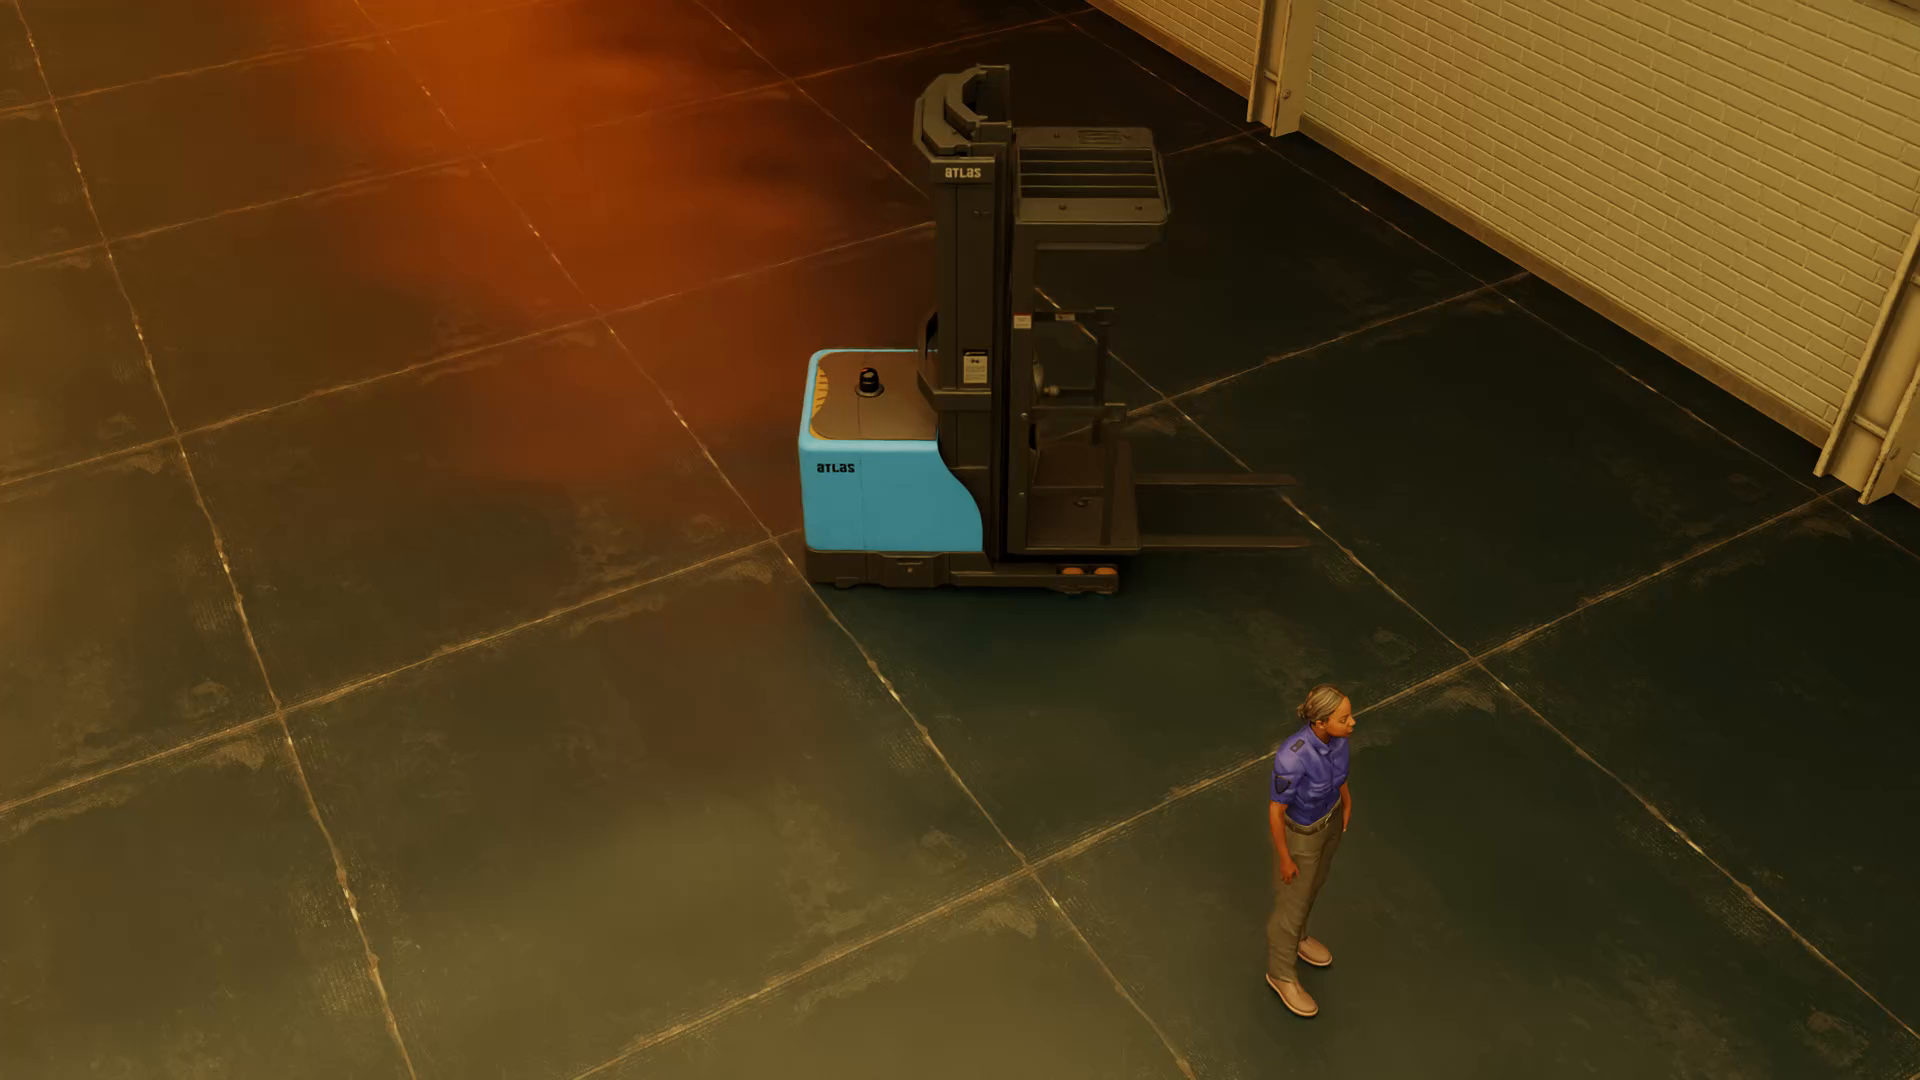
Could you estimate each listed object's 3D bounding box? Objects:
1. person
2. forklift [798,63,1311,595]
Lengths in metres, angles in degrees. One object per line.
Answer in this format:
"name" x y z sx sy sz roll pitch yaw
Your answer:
"person" 1.610 1.345 7.404 0.504 1.654 0.569 31 49 32
"forklift" 0.588 -1.146 9.417 3.031 2.935 1.130 0 40 0
